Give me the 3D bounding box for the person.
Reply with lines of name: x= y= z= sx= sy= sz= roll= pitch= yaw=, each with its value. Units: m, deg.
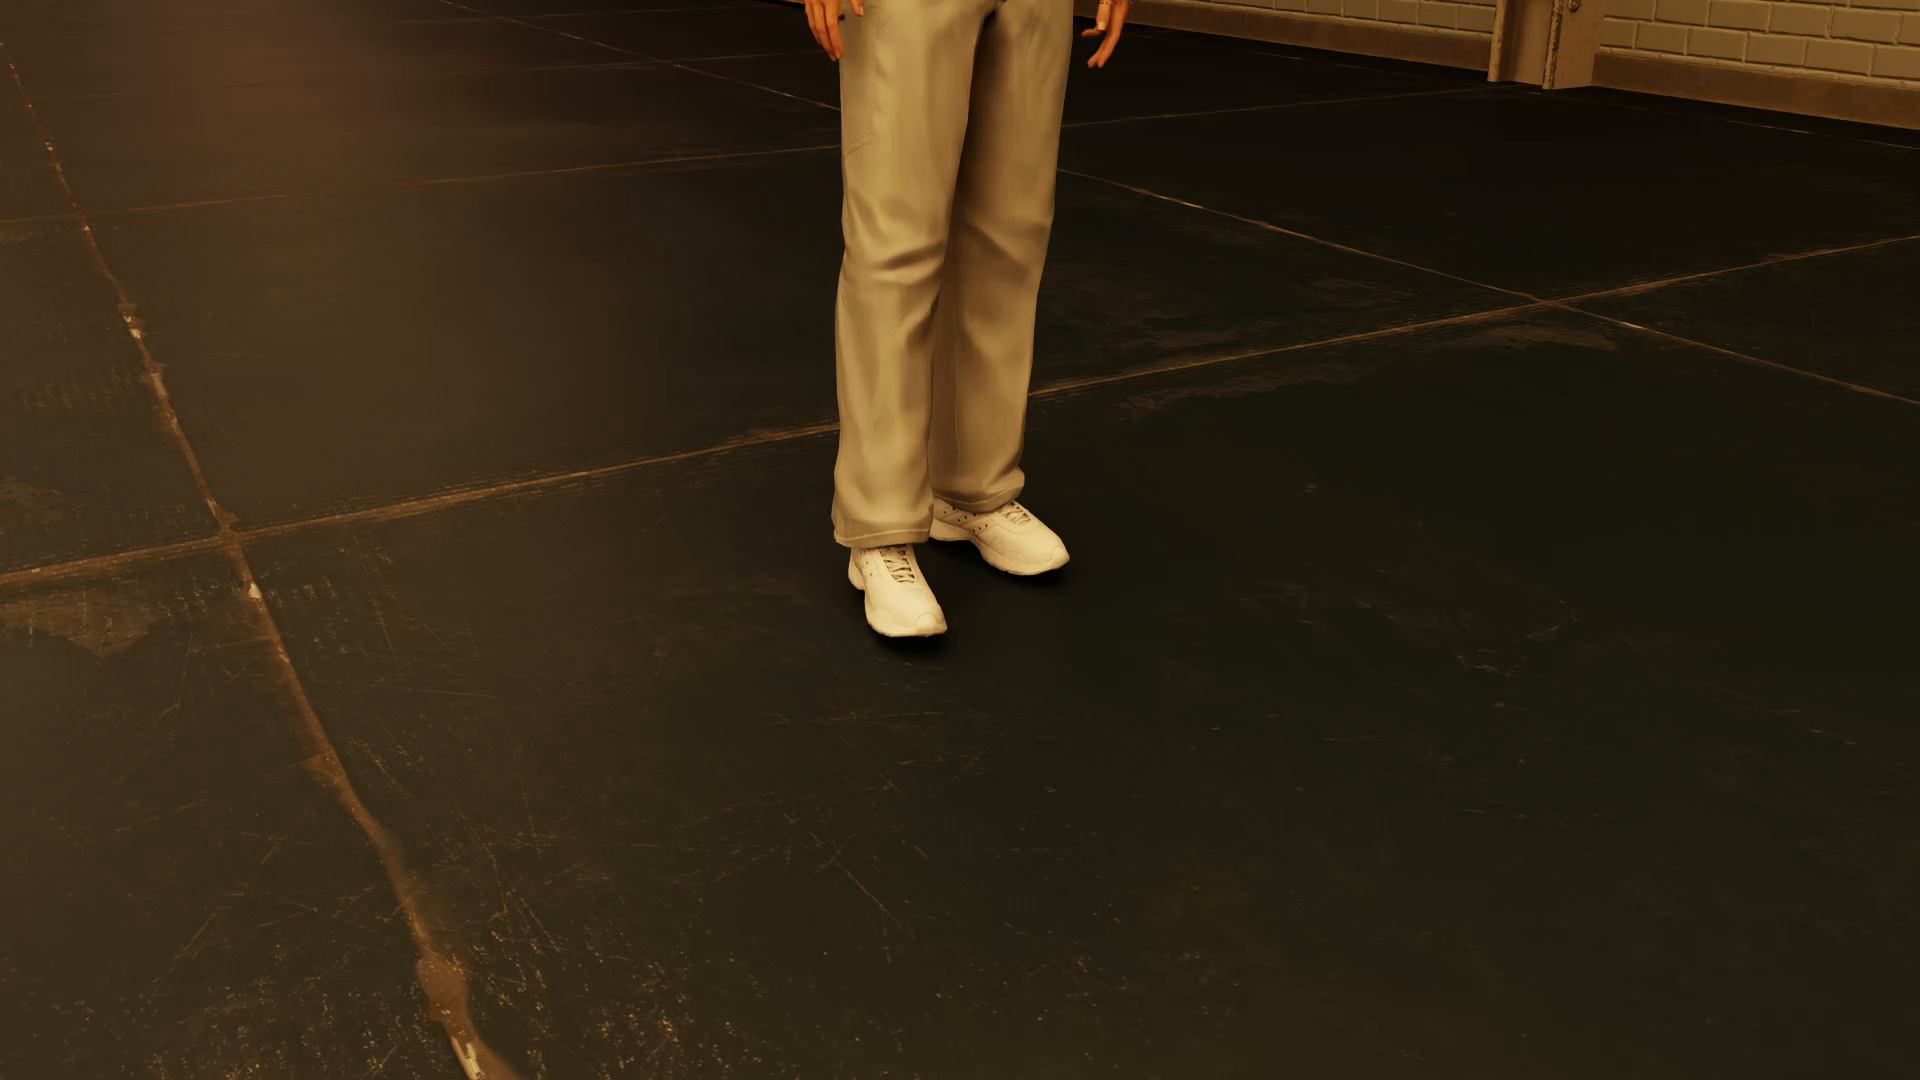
person: x=0.026 y=-0.755 z=2.249 sx=0.550 sy=1.675 sz=0.549 roll=-12 pitch=25 yaw=-28
